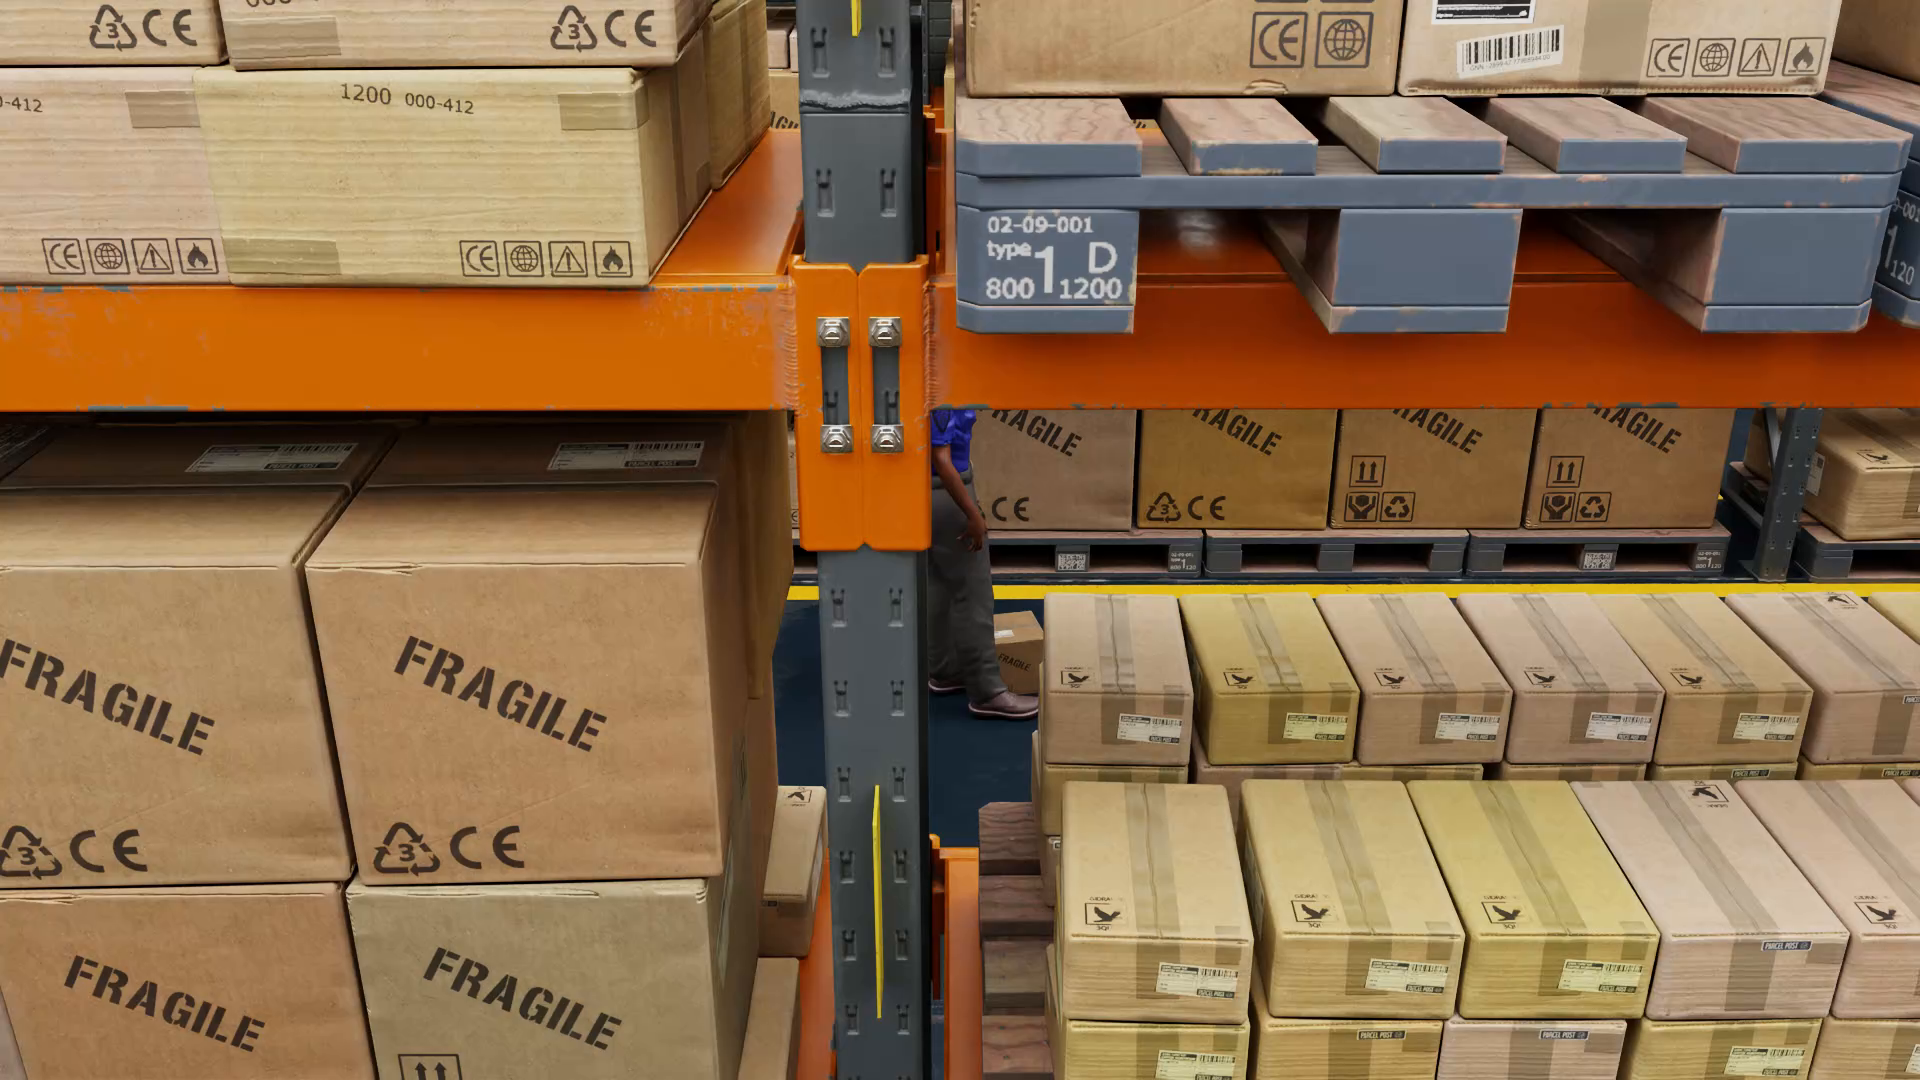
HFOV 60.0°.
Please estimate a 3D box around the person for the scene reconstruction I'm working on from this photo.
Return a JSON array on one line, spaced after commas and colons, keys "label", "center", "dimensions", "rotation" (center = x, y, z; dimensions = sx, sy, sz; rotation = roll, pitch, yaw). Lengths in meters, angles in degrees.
[{"label": "person", "center": [0.028, -0.143, 6.408], "dimensions": [0.503, 1.654, 0.570], "rotation": [-6, 25, -13]}]
